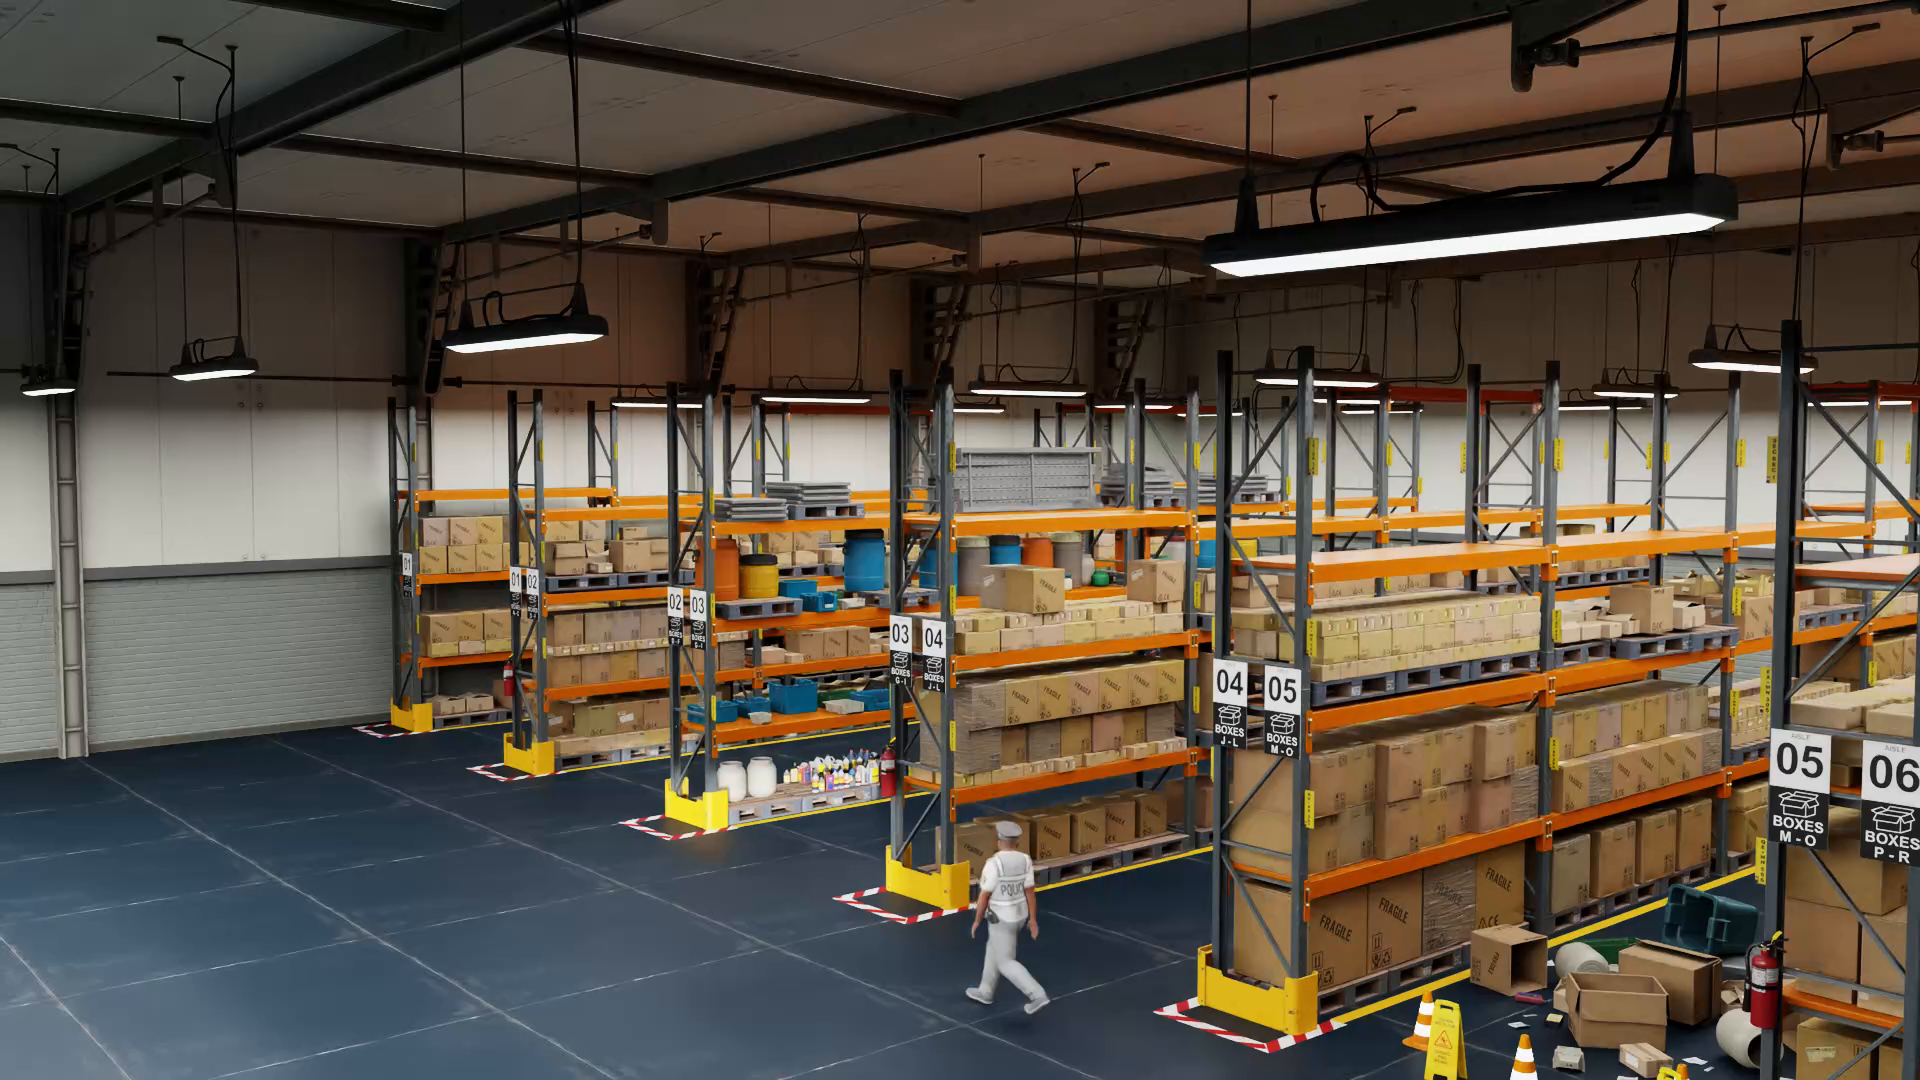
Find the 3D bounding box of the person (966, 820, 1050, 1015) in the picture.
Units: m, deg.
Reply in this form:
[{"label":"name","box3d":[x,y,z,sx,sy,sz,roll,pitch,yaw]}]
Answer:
[{"label":"person","box3d":[0.408,3.415,15.052,0.999,1.732,0.512,2,4,28]}]

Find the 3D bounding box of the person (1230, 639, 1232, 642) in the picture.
[{"label":"person","box3d":[5.080,2.420,31.857,0.964,1.741,0.643,-2,4,-35]}]
